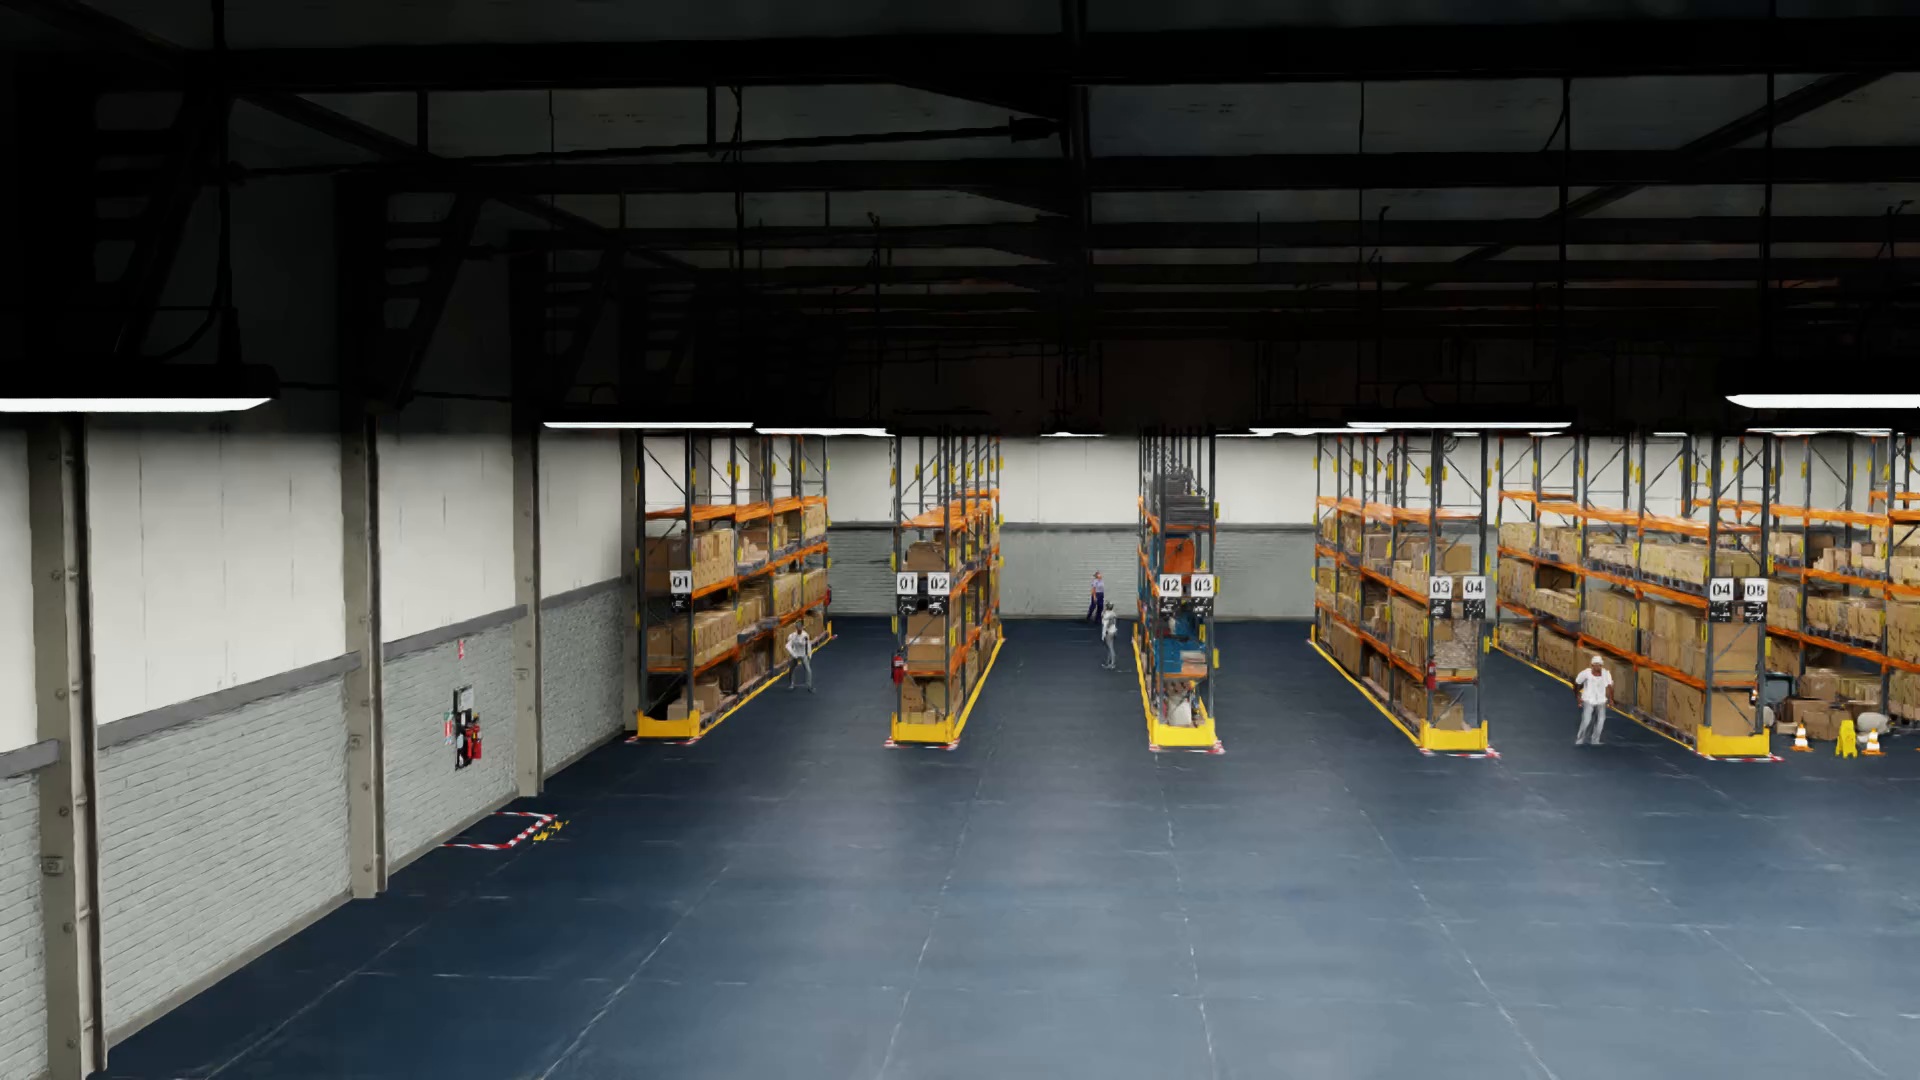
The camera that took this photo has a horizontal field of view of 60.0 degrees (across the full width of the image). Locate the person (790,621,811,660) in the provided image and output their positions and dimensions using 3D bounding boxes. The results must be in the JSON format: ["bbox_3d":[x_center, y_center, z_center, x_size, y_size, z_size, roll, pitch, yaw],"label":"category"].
[{"bbox_3d":[9.630,1.921,43.530,28.844,0.929,6.682,-1,4,-12],"label":"person"}]

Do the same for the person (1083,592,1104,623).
[{"bbox_3d":[4.157,2.081,51.574,0.679,1.031,0.478,-3,5,-44],"label":"person"}]

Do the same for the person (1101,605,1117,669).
[{"bbox_3d":[3.714,2.366,41.533,0.514,1.643,0.542,2,4,33],"label":"person"}]

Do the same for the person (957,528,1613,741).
[{"bbox_3d":[5.797,1.760,33.782,12.975,3.695,5.781,0,3,3],"label":"person"}]
